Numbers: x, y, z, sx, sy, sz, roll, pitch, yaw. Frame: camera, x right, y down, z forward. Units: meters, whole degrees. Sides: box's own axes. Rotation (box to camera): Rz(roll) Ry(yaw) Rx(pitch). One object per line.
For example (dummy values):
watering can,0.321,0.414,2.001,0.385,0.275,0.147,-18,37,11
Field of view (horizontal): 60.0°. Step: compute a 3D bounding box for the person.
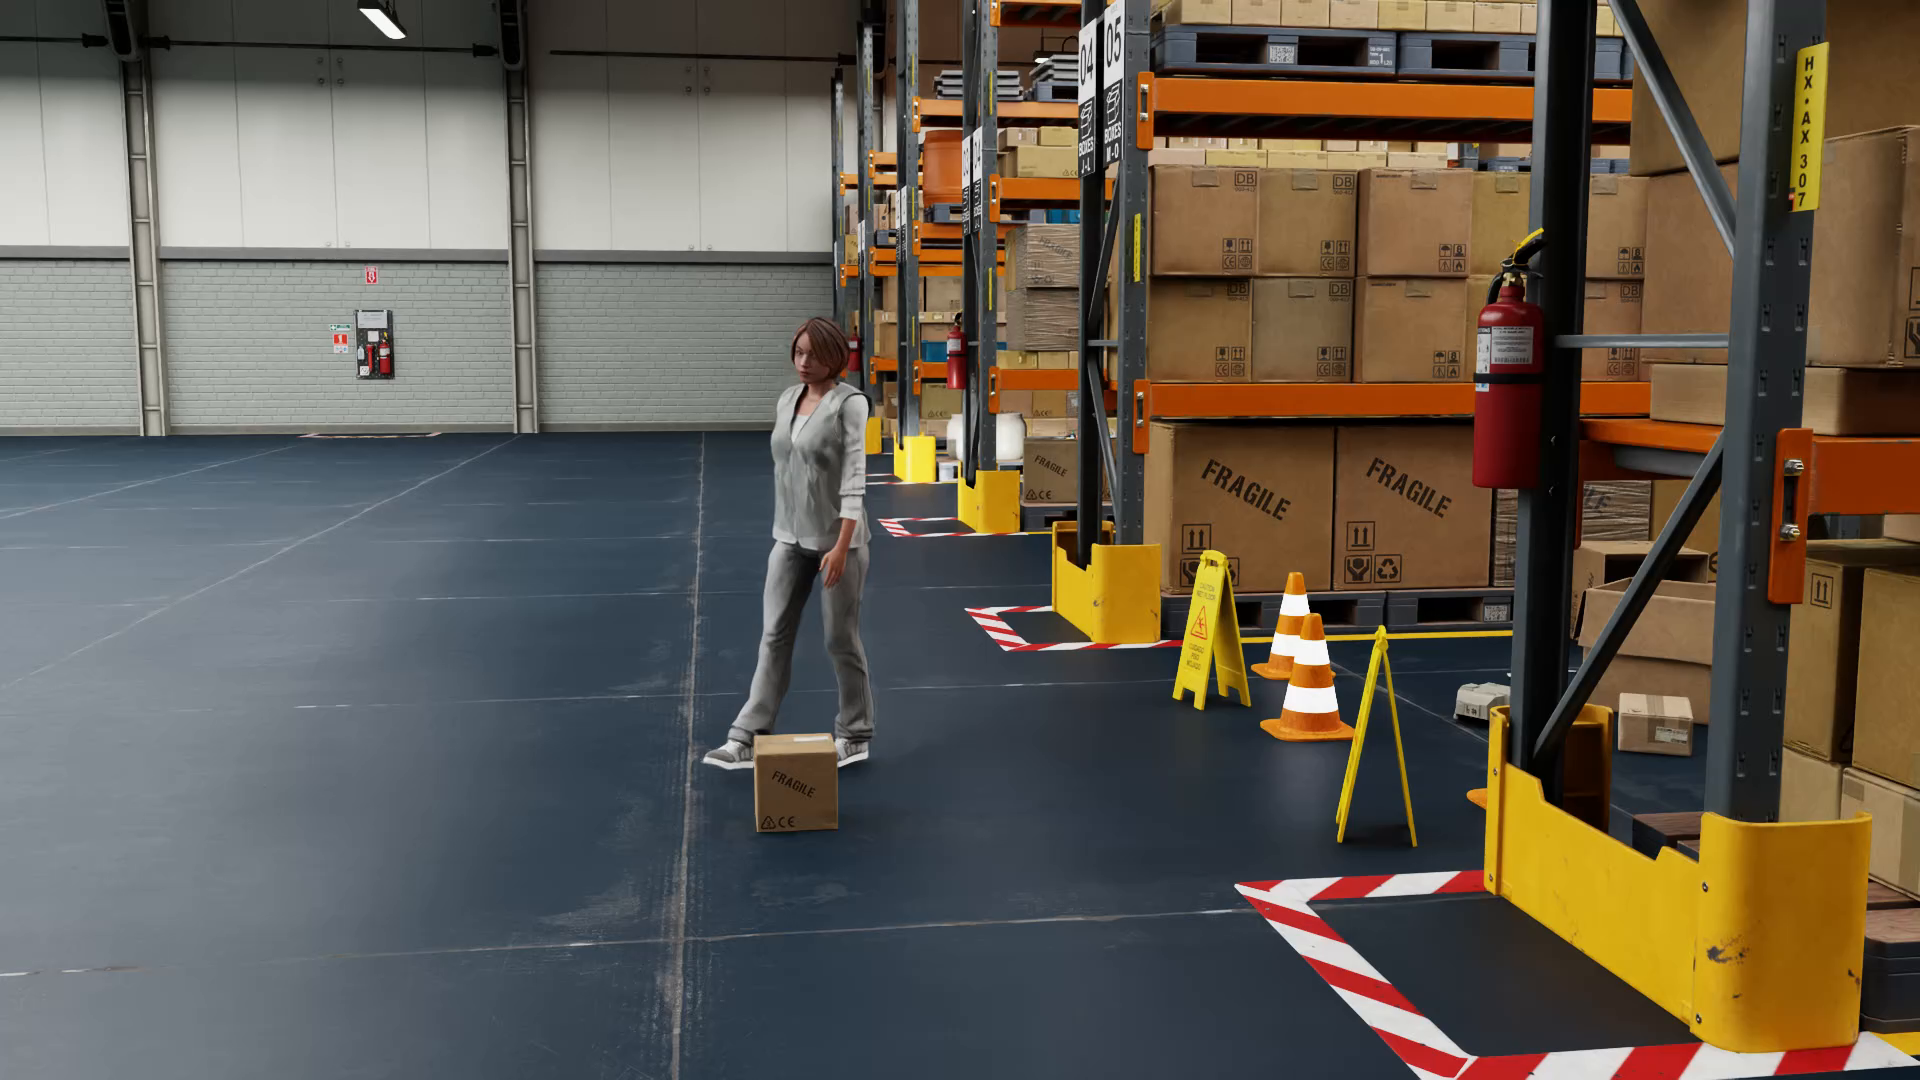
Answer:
person,-0.554,0.031,5.686,0.422,1.581,0.700,4,8,33
